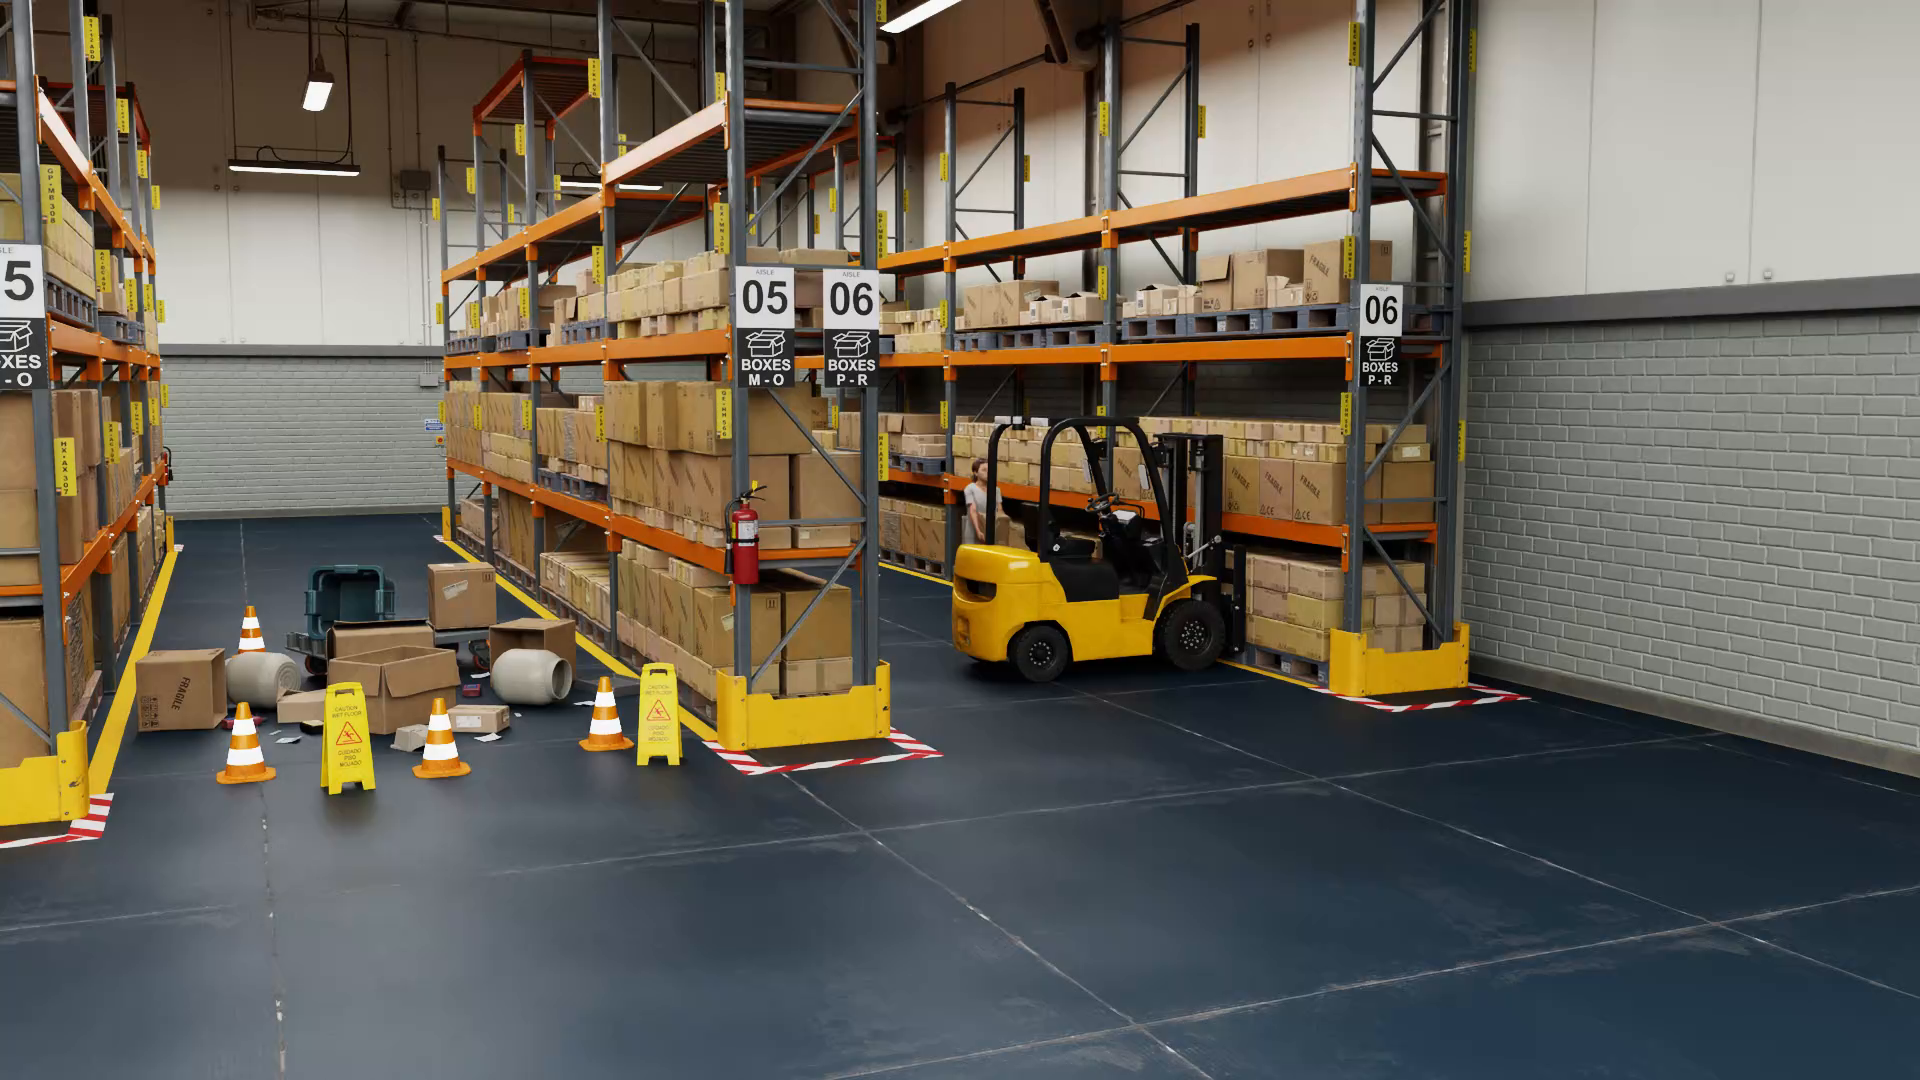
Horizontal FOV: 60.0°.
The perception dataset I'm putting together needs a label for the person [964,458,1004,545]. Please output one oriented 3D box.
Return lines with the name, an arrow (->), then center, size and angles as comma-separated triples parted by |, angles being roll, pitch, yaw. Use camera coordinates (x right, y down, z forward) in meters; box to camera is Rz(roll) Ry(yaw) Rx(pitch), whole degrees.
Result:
person -> 0.263, 0.002, 17.017 | 0.409, 1.668, 0.525 | -3, 6, -25
